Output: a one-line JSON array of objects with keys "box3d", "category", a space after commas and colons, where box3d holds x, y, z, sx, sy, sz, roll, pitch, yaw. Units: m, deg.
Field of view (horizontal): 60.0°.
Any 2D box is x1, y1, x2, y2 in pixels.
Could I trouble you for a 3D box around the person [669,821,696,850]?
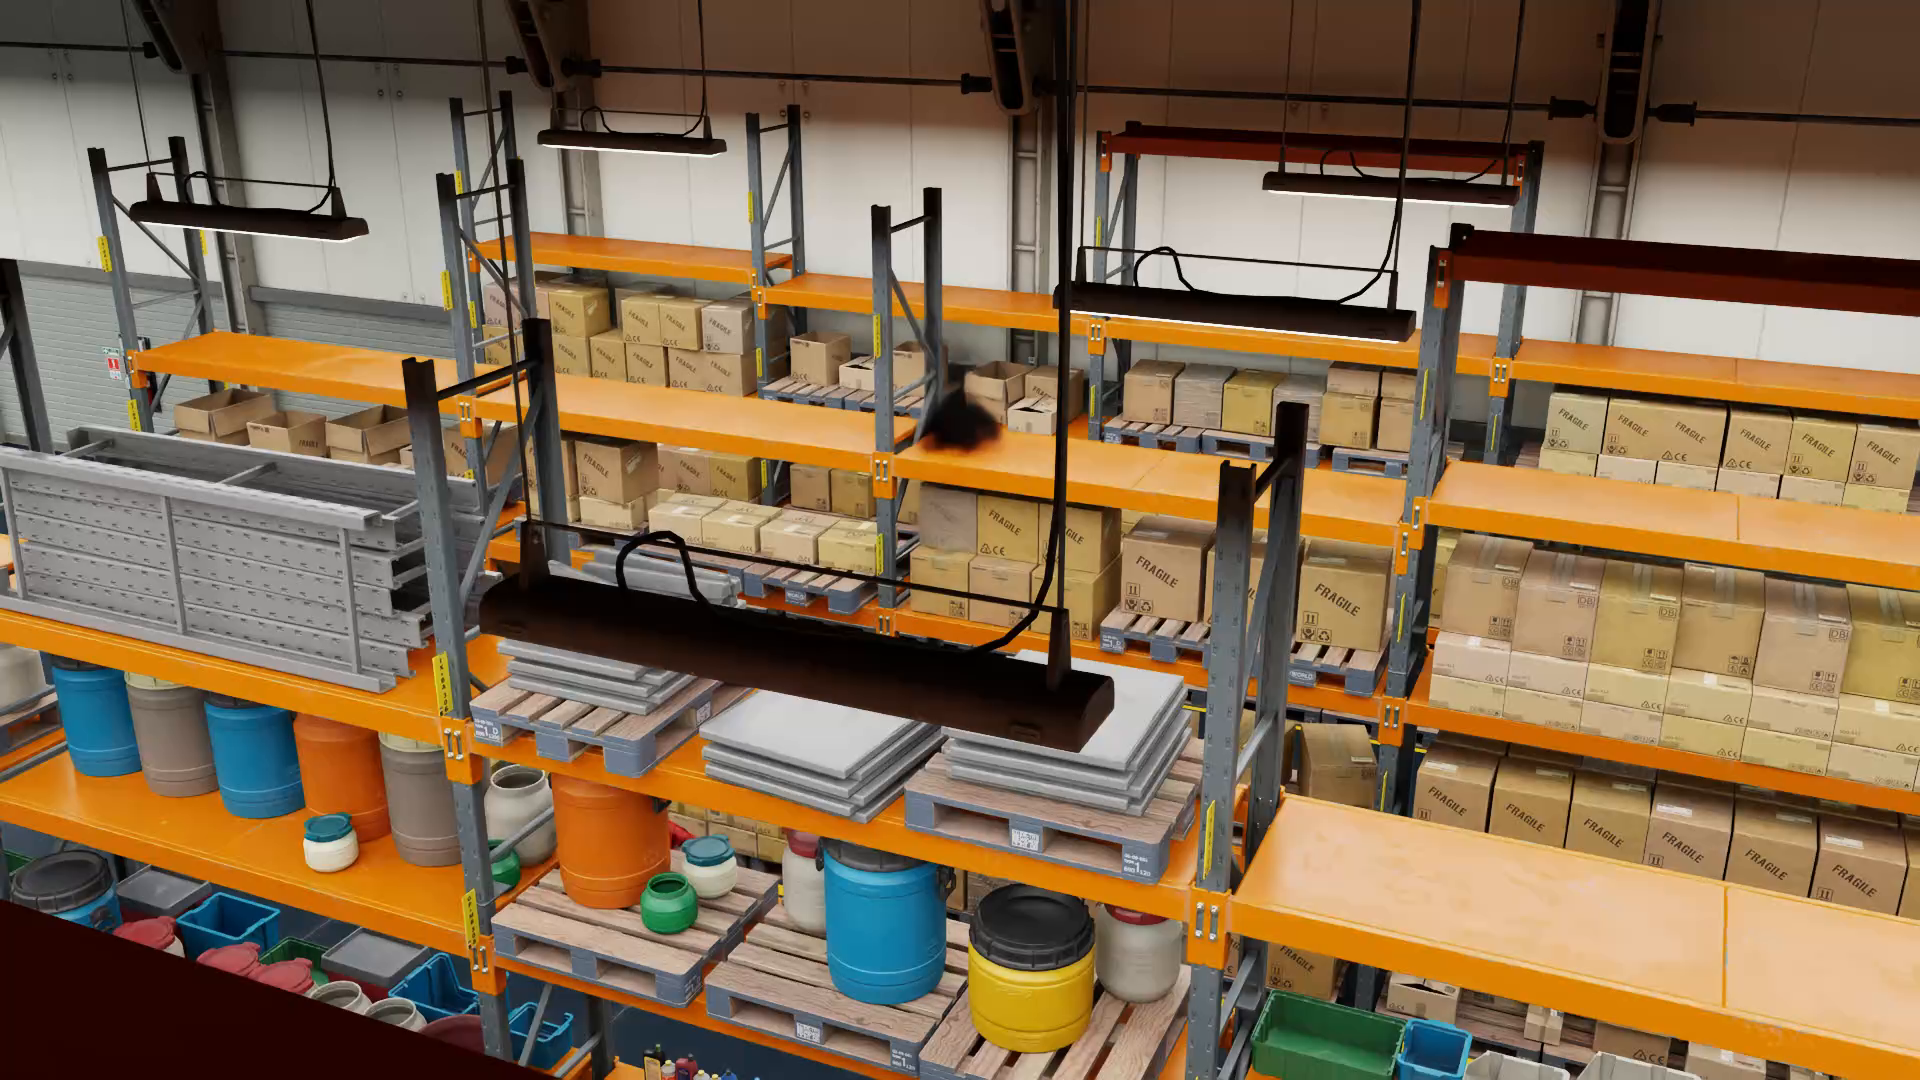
[{"box3d": [-2.316, 2.769, 13.061, 0.785, 1.669, 0.650, -19, 28, -41], "category": "person"}]
